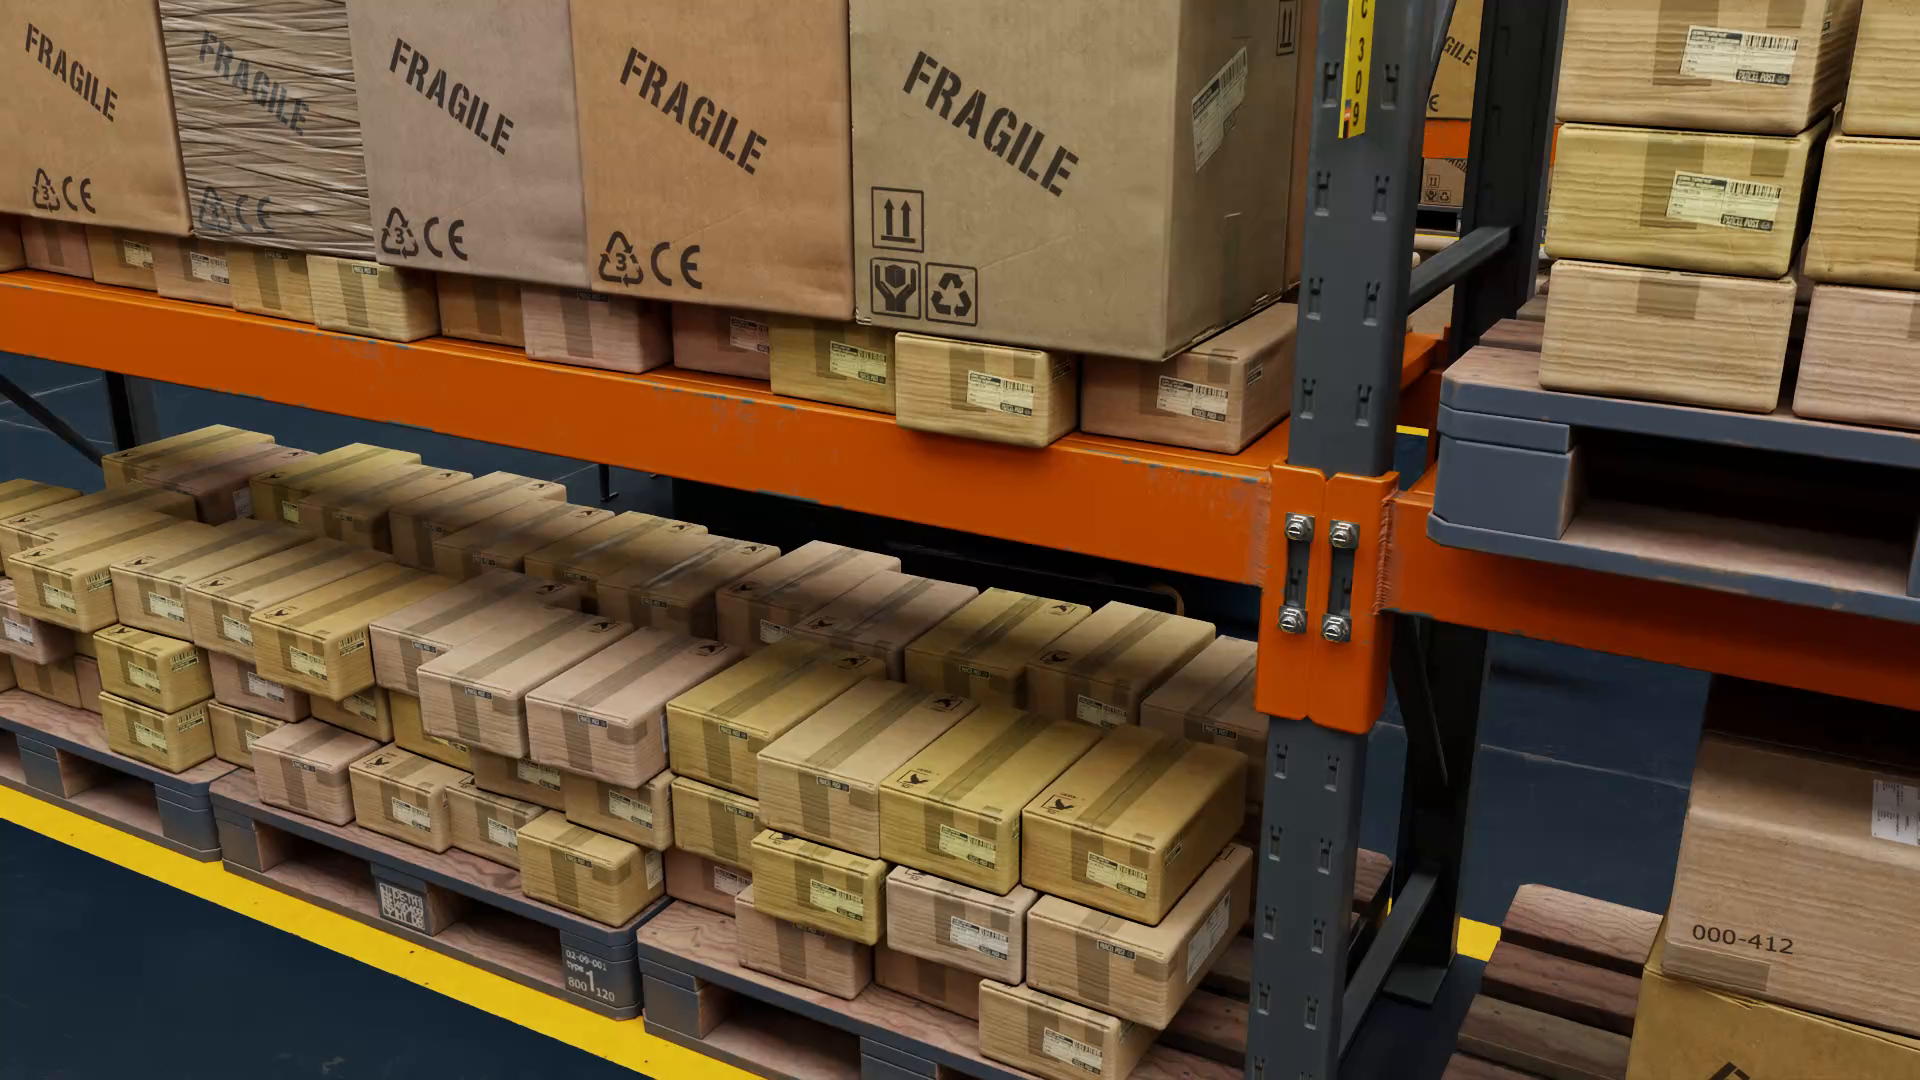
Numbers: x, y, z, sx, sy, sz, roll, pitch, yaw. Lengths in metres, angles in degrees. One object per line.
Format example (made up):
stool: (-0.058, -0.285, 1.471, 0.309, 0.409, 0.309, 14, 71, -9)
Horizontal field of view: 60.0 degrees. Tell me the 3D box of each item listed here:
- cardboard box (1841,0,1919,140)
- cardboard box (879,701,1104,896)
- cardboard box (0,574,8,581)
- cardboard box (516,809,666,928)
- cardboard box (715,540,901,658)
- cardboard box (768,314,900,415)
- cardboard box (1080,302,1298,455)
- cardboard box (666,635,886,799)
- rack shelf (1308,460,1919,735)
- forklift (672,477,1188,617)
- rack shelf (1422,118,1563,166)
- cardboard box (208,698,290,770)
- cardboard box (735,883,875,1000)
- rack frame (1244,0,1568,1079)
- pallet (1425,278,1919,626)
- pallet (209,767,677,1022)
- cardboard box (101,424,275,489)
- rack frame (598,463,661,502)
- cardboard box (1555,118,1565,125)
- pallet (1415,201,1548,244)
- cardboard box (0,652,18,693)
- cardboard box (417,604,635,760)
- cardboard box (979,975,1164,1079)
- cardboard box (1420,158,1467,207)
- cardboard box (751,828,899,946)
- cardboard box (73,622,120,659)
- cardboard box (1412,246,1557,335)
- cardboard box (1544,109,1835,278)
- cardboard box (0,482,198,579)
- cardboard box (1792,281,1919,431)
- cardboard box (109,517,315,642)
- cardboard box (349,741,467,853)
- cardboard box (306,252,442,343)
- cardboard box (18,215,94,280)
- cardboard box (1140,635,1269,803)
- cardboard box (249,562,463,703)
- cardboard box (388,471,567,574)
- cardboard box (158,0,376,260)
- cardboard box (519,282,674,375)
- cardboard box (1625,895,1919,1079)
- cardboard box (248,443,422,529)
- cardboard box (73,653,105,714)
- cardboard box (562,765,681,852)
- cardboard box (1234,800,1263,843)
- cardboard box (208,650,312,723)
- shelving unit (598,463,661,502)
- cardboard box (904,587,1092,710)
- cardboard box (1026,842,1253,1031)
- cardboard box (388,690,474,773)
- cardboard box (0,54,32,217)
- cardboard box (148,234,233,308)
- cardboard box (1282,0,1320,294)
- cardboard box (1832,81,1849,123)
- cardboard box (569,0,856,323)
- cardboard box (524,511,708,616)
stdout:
cardboard box: (1.107, -0.518, 1.774, 0.250, 0.149, 0.380, 11, 23, 29)
cardboard box: (0.060, 0.445, 2.932, 0.250, 0.149, 0.380, 11, 23, 28)
cardboard box: (-2.419, 0.096, 4.332, 0.250, 0.149, 0.380, 12, 23, 30)
cardboard box: (-0.672, 0.601, 3.374, 0.250, 0.149, 0.380, 11, 23, 27)
cardboard box: (-0.337, 0.144, 3.761, 0.250, 0.149, 0.380, 11, 23, 28)
cardboard box: (-0.105, -0.338, 2.767, 0.250, 0.149, 0.380, 12, 23, 29)
cardboard box: (0.377, -0.265, 2.567, 0.250, 0.149, 0.380, 11, 22, 27)
cardboard box: (-0.349, 0.339, 3.223, 0.250, 0.149, 0.380, 12, 23, 29)
rack shelf: (2.487, 0.265, 1.791, 4.000, 0.370, 1.077, 11, 23, 27)
forklift: (0.561, -1.285, 5.110, 3.031, 2.935, 1.130, 9, 22, 24)
rack shelf: (1.320, -1.891, 7.733, 4.000, 0.370, 1.077, 11, 23, 27)
cardboard box: (-1.523, 0.402, 3.923, 0.250, 0.149, 0.380, 11, 23, 27)
cardboard box: (-0.216, 0.680, 3.156, 0.250, 0.149, 0.380, 10, 22, 26)
rack frame: (0.740, -0.406, 2.585, 0.127, 3.000, 1.000, 11, 23, 27)
pallet: (1.337, -0.145, 2.148, 1.213, 0.211, 1.003, 11, 23, 27)
pallet: (-0.932, 0.601, 3.898, 1.213, 0.211, 1.003, 11, 23, 27)
cardboard box: (-2.166, -0.195, 4.697, 0.250, 0.149, 0.380, 11, 23, 28)
rack frame: (-1.259, -1.192, 6.073, 0.015, 2.100, 0.400, 9, 22, 24)
cardboard box: (2.537, -1.944, 6.680, 0.500, 0.500, 0.500, 11, 23, 28)
pallet: (3.816, -2.381, 12.119, 1.213, 0.211, 1.003, 11, 23, 27)
cardboard box: (-2.450, 0.254, 4.330, 0.250, 0.149, 0.380, 11, 23, 28)
cardboard box: (-0.872, 0.281, 3.385, 0.250, 0.149, 0.380, 10, 22, 25)
cardboard box: (0.232, 0.773, 2.900, 0.250, 0.149, 0.380, 11, 23, 28)
cardboard box: (3.620, -2.661, 11.851, 0.500, 0.500, 0.500, 11, 23, 28)
cardboard box: (-0.174, 0.559, 3.054, 0.250, 0.149, 0.380, 10, 22, 25)
cardboard box: (-1.951, 0.172, 4.120, 0.250, 0.149, 0.380, 11, 23, 28)
cardboard box: (2.571, -1.026, 7.435, 0.875, 0.438, 0.875, 10, 22, 27)
cardboard box: (0.860, -0.422, 1.947, 0.250, 0.149, 0.380, 11, 23, 28)
cardboard box: (-2.161, -0.010, 4.185, 0.250, 0.149, 0.380, 11, 23, 28)
cardboard box: (1.105, -0.238, 1.876, 0.250, 0.149, 0.380, 11, 23, 28)
cardboard box: (-1.746, 0.087, 3.919, 0.250, 0.149, 0.380, 10, 22, 25)
cardboard box: (-1.093, 0.507, 3.632, 0.250, 0.149, 0.380, 11, 23, 27)
cardboard box: (-1.023, -0.504, 3.224, 0.250, 0.149, 0.380, 11, 23, 28)
cardboard box: (-1.884, -0.708, 3.788, 0.250, 0.149, 0.380, 12, 23, 30)
cardboard box: (0.541, 0.338, 3.226, 0.250, 0.149, 0.380, 12, 23, 29)
cardboard box: (-1.301, 0.193, 3.626, 0.250, 0.149, 0.380, 11, 23, 28)
cardboard box: (-1.230, -0.041, 4.272, 0.250, 0.149, 0.380, 12, 23, 29)
cardboard box: (-1.145, -0.851, 3.230, 0.500, 0.500, 0.500, 10, 22, 26)
cardboard box: (-0.570, -0.425, 3.005, 0.250, 0.149, 0.380, 10, 22, 25)
cardboard box: (1.256, 0.774, 2.383, 0.500, 0.500, 0.500, 12, 23, 29)
cardboard box: (-1.686, -0.131, 4.520, 0.250, 0.149, 0.380, 10, 22, 26)
cardboard box: (-1.962, 0.313, 4.169, 0.250, 0.149, 0.380, 11, 23, 28)
cardboard box: (-0.578, 0.451, 3.351, 0.250, 0.149, 0.380, 11, 23, 29)
cardboard box: (0.580, 0.442, 3.378, 0.250, 0.149, 0.380, 12, 23, 30)
cardboard box: (-1.502, 0.263, 3.870, 0.250, 0.149, 0.380, 10, 22, 25)
shelving unit: (-1.039, -1.156, 5.973, 0.503, 2.100, 0.431, 9, 22, 24)
cardboard box: (0.084, 0.248, 3.476, 0.250, 0.149, 0.380, 10, 22, 27)
cardboard box: (0.310, 0.639, 2.832, 0.250, 0.149, 0.380, 11, 23, 28)
cardboard box: (-1.014, 0.344, 3.647, 0.250, 0.149, 0.380, 12, 23, 30)
cardboard box: (-2.015, -1.019, 3.694, 0.500, 0.500, 0.500, 11, 23, 27)
cardboard box: (-1.458, -0.607, 3.507, 0.250, 0.149, 0.380, 10, 22, 26)
cardboard box: (0.431, -0.750, 2.951, 0.500, 0.500, 0.500, 10, 22, 26)
cardboard box: (1.184, -0.618, 2.485, 0.250, 0.149, 0.380, 12, 23, 29)
cardboard box: (-0.272, -0.676, 2.746, 0.500, 0.500, 0.500, 10, 22, 26)
cardboard box: (-0.811, 0.071, 3.963, 0.250, 0.149, 0.380, 11, 23, 28)
